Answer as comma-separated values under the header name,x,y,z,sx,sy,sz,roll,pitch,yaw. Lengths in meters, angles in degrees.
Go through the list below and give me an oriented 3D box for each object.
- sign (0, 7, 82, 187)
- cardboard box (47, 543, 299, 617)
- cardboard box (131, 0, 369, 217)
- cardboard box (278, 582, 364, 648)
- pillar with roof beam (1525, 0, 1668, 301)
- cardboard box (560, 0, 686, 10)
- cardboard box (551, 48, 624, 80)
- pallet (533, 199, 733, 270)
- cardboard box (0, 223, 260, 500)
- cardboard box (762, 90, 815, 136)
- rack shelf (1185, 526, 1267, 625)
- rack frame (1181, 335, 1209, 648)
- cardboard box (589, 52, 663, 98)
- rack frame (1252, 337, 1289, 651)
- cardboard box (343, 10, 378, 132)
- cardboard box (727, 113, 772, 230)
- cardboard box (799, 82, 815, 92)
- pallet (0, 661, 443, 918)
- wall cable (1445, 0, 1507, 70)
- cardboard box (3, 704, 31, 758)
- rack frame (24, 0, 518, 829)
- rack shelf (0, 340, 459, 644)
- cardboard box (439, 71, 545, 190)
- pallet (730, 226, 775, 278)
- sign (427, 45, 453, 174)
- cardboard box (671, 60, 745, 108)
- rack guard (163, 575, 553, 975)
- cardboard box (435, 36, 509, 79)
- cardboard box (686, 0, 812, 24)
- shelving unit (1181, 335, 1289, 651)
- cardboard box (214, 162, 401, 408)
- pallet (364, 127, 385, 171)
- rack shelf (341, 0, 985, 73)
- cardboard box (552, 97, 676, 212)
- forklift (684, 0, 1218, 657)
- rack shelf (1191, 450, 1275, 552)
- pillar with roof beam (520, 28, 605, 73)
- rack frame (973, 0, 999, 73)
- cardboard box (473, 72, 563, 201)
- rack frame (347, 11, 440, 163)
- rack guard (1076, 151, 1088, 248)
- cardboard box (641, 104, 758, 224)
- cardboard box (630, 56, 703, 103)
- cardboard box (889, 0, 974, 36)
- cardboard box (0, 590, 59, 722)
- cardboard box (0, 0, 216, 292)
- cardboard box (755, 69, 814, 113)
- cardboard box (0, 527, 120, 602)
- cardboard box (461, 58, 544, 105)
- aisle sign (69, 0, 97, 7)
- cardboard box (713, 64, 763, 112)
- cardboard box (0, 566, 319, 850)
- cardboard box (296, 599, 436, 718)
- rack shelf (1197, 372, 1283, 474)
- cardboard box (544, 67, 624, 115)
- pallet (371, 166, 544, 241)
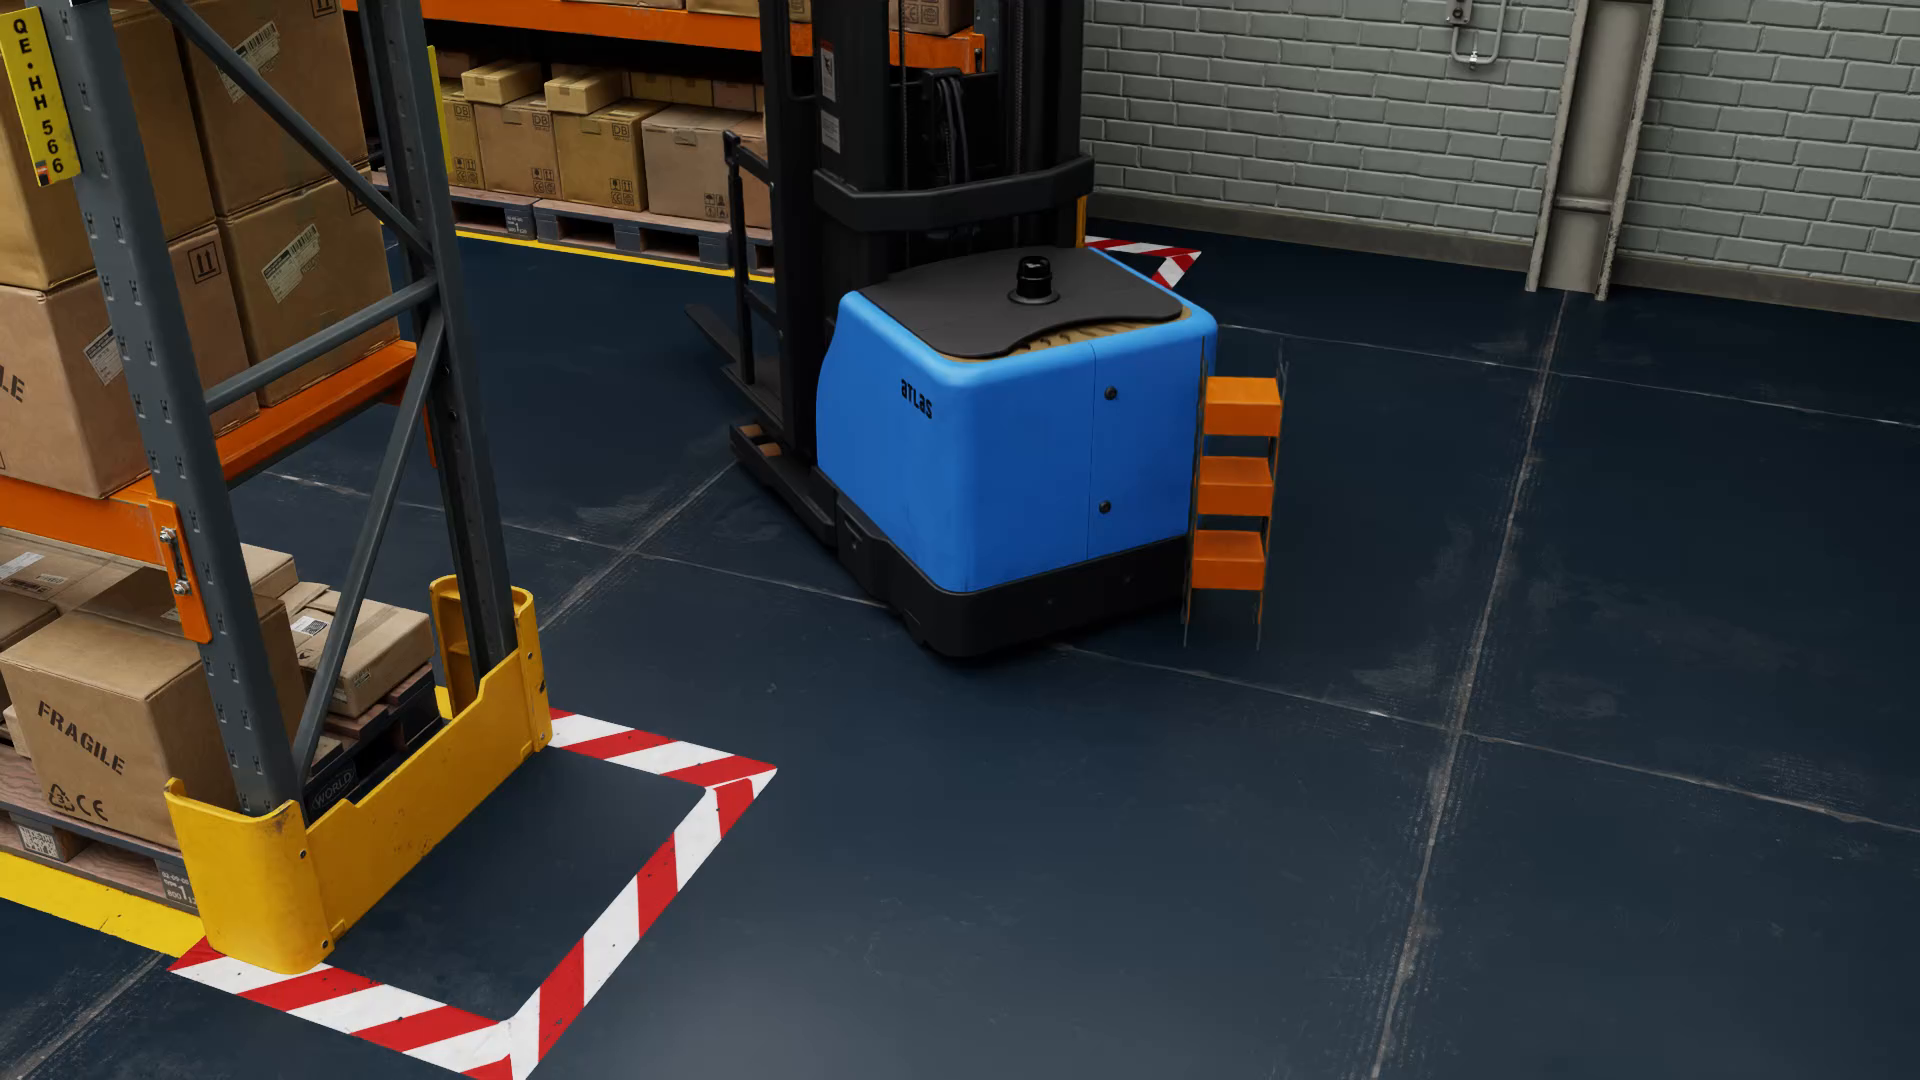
name,x,y,z,sx,sy,sz,roll,pitch,yaw
sign,-1.782,-0.855,3.216,0.005,0.325,0.100,11,31,19
cardboard box,-2.415,0.221,5.159,0.500,0.250,0.500,11,31,19
cardboard box,-1.867,-1.144,4.107,0.500,0.500,0.500,12,32,21
cardboard box,-2.045,0.299,5.105,0.250,0.166,0.380,11,31,19
pillar with roof beam,1.513,-3.265,2.882,0.400,9.000,9.100,11,31,19
cardboard box,-1.553,-3.217,8.588,0.700,0.700,0.980,10,31,17
cardboard box,-2.074,-2.626,9.302,0.250,0.149,0.380,10,31,18
pallet,-1.592,-1.847,9.302,1.213,0.211,1.003,11,31,19
cardboard box,-2.072,-0.465,3.922,0.500,0.500,0.500,12,32,21
cardboard box,-0.806,-2.170,8.496,0.250,0.149,0.380,12,32,20
rack shelf,0.886,0.114,5.568,0.240,0.259,0.215,2,30,3
rack frame,0.764,-0.141,5.433,0.008,1.050,0.200,2,30,3
cardboard box,-1.840,-2.579,9.219,0.250,0.149,0.380,12,31,20
rack frame,1.008,-0.133,5.418,0.008,1.050,0.200,2,30,3
cardboard box,-4.053,-2.770,9.860,0.750,0.750,0.750,12,32,20
cardboard box,-0.845,-1.993,8.841,0.500,0.500,0.700,11,31,19
cardboard box,-0.660,-2.344,8.803,0.250,0.149,0.380,11,31,19
pallet,-2.364,0.591,4.991,1.213,0.211,1.003,11,31,19
wall cable,1.847,-3.359,8.111,1.851,1.984,0.084,11,31,19
cardboard box,-2.492,0.475,4.793,0.250,0.166,0.380,11,31,19
rack frame,-1.554,-0.462,4.020,0.127,3.000,1.000,11,31,19
rack shelf,-3.408,-0.519,4.851,4.000,0.370,1.077,11,31,19
cardboard box,-2.748,-2.371,9.511,0.500,0.500,0.700,12,32,20
pallet,-0.466,-1.620,8.902,1.213,0.211,1.003,11,31,19
sign,-1.351,-1.087,4.245,0.005,0.325,0.100,11,31,19
cardboard box,-1.366,-2.485,9.052,0.250,0.149,0.380,12,31,20
rack guard,-1.625,0.612,4.660,0.348,0.500,1.175,11,31,19
cardboard box,-2.807,-2.771,9.559,0.250,0.149,0.380,11,31,19
cardboard box,-0.850,-3.072,8.331,0.700,0.700,0.980,11,31,19
shelving unit,0.886,-0.137,5.426,0.252,1.050,0.215,2,30,3
cardboard box,-1.867,-0.708,4.353,0.500,0.500,0.500,12,32,20
pallet,-4.145,-2.356,10.204,1.213,0.211,1.003,11,31,19
rack shelf,-1.549,-2.779,8.849,4.000,0.370,1.077,11,31,19
cardboard box,-1.809,-2.181,9.174,0.500,0.500,0.700,12,32,20
forklift,-0.281,-1.590,6.085,1.130,2.935,3.031,-15,33,-24
rack shelf,0.886,-0.128,5.431,0.240,0.259,0.215,2,30,3
pillar with roof beam,-4.047,-4.376,4.846,0.400,9.000,9.100,11,31,19
rack frame,0.305,-2.722,8.017,0.127,3.000,1.000,11,31,19
cardboard box,-2.283,-2.277,9.343,0.500,0.500,0.700,11,31,19
rack frame,-3.402,-3.462,9.326,0.127,3.000,1.000,11,31,19
rack guard,0.327,-1.629,8.624,0.348,0.500,1.175,11,31,19
cardboard box,-1.312,-2.086,9.005,0.500,0.500,0.700,10,31,17
cardboard box,-1.601,-2.532,9.135,0.250,0.149,0.380,11,31,18
cardboard box,-0.172,-2.942,8.102,0.700,0.700,0.980,13,32,21
cardboard box,-3.020,0.365,4.903,0.500,0.250,0.500,11,31,19
cardboard box,-2.070,-0.898,3.673,0.500,0.500,0.500,11,31,19
cardboard box,-0.892,-2.391,8.886,0.250,0.149,0.380,12,31,20
cardboard box,-2.878,0.128,5.322,0.500,0.250,0.500,11,31,19
cardboard box,-2.499,-2.507,9.092,0.250,0.149,0.380,12,32,21
aisle sign,-1.606,-1.442,3.111,0.004,0.787,0.394,11,31,19
cardboard box,-1.128,-2.437,8.968,0.250,0.149,0.380,12,32,20
cardboard box,-2.151,0.446,4.506,0.500,0.500,0.500,11,31,19
cardboard box,-1.813,0.353,5.027,0.250,0.149,0.380,11,31,19
rack shelf,0.886,-0.375,5.291,0.240,0.259,0.215,2,30,3
cardboard box,-2.015,-2.411,8.921,0.250,0.149,0.380,10,31,18
pallet,-2.727,-2.072,9.700,1.213,0.211,1.003,11,31,19
